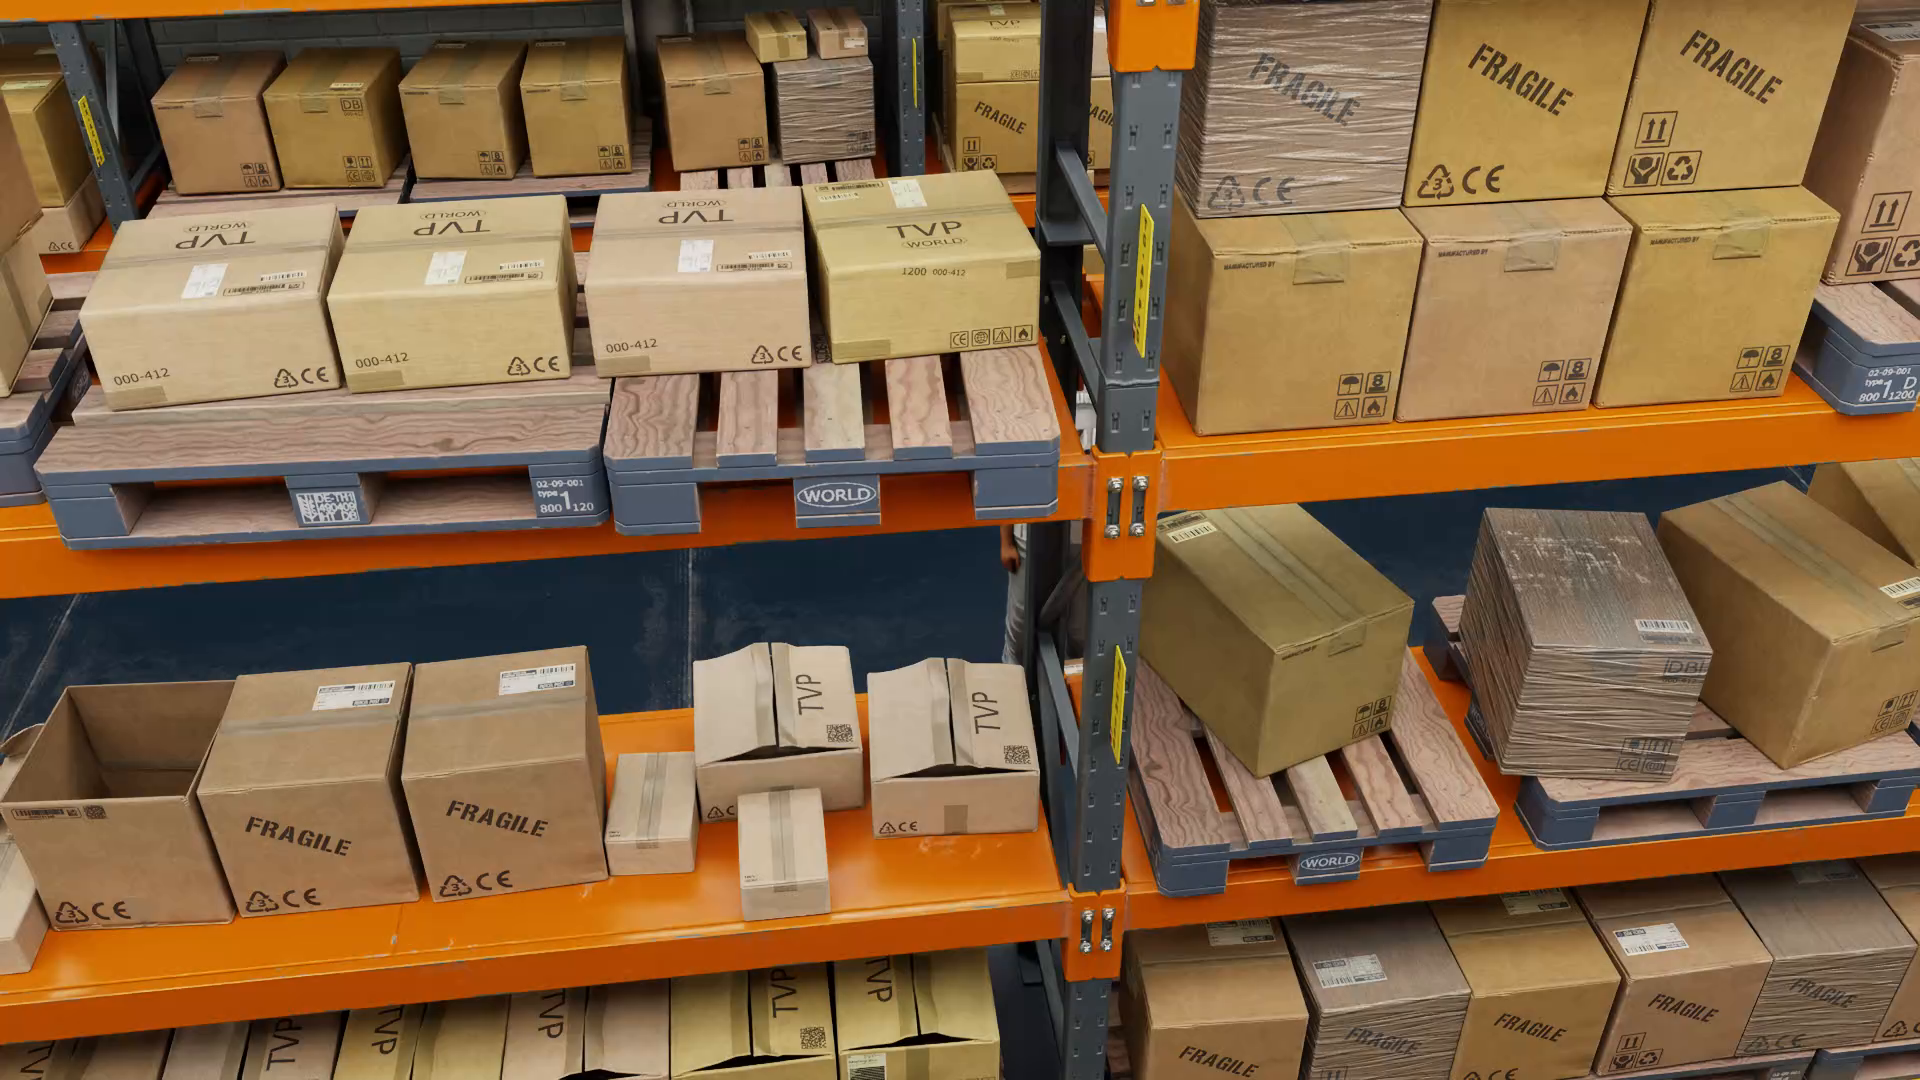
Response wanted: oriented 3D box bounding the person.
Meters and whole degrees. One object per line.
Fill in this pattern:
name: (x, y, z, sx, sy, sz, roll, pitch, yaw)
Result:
person: (0.421, 0.005, 7.131, 0.539, 1.667, 0.465, -4, 35, -6)
